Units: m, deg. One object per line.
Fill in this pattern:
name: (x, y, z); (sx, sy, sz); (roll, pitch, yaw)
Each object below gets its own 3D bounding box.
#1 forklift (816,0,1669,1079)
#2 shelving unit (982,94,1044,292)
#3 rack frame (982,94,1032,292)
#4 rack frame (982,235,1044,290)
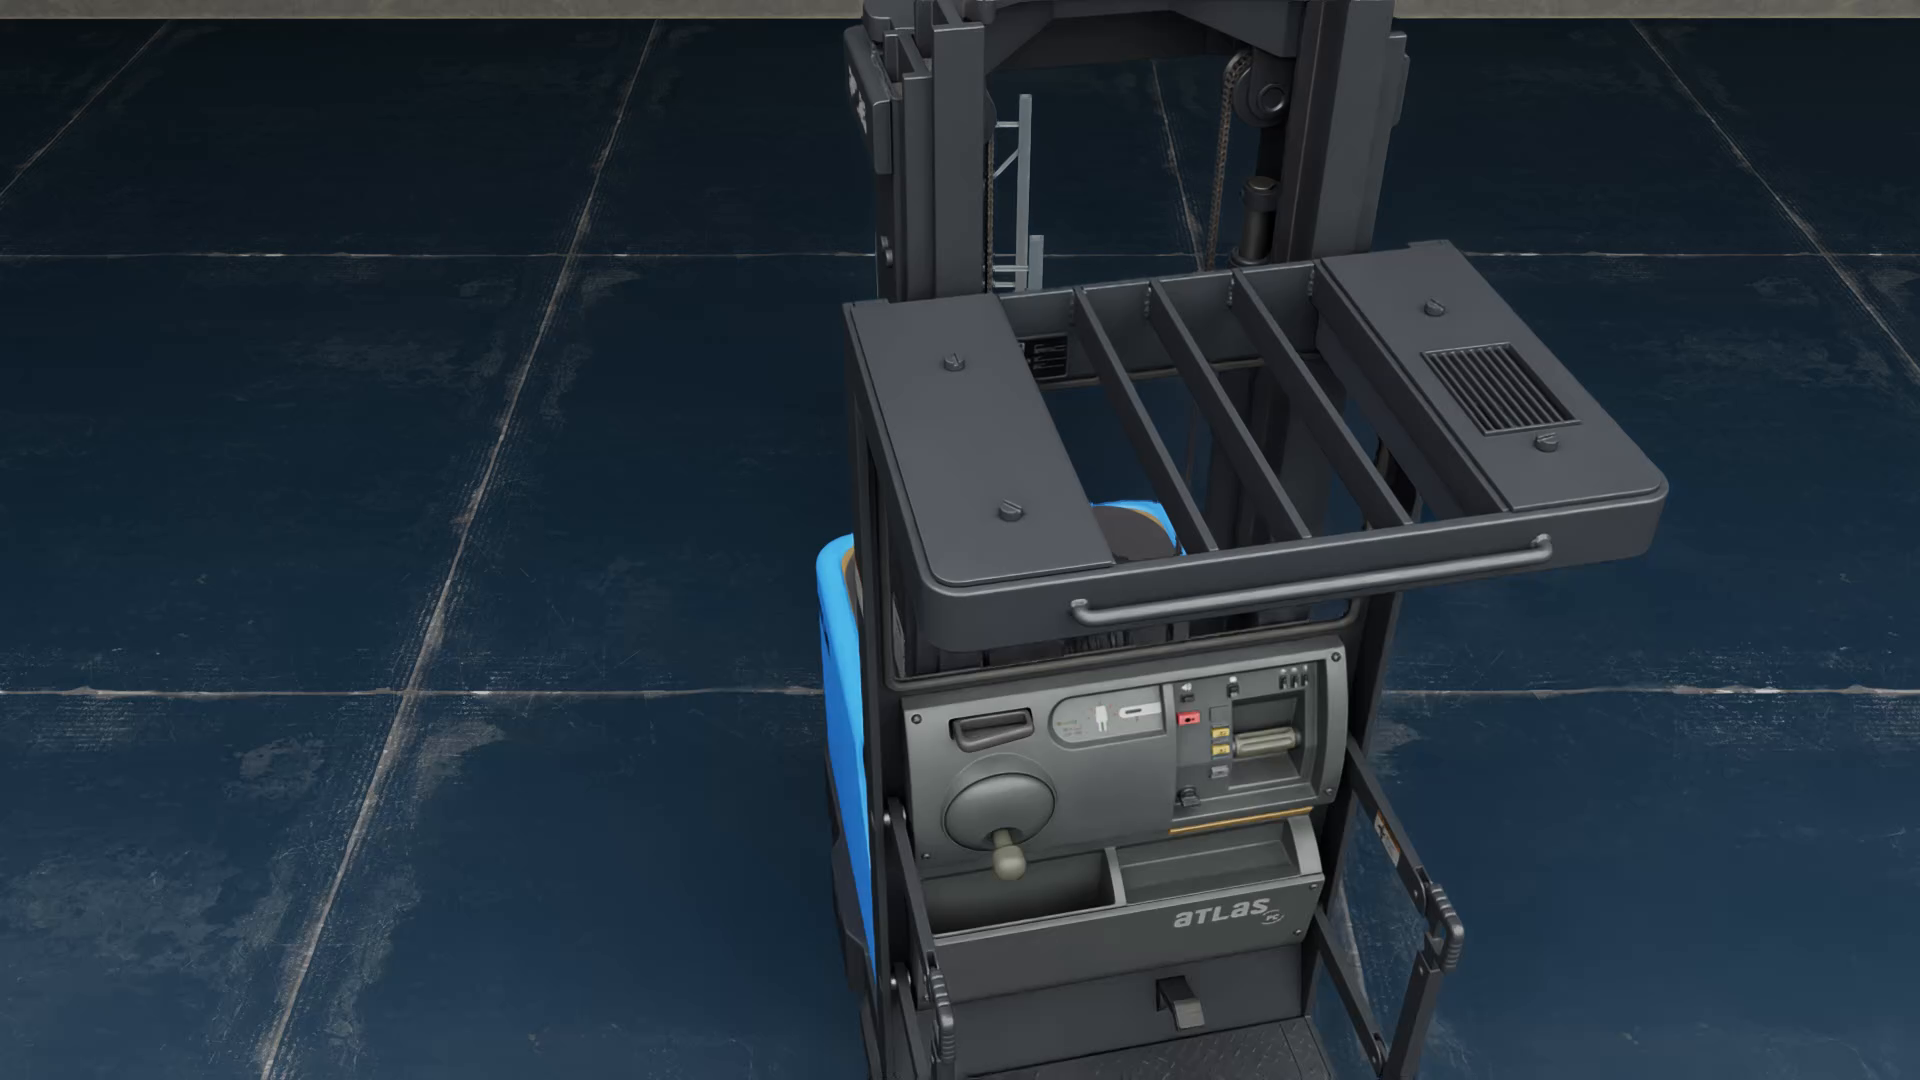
forklift: (0.396, 0.525, 3.251); (1.130, 2.935, 3.031); (-7, 39, -9)
shelving unit: (0.000, -0.633, 5.840); (0.587, 1.500, 1.083); (0, 39, 0)
rack frame: (-0.001, -0.957, 6.244); (0.500, 1.500, 0.032); (0, 39, 0)
rack frame: (0.000, -0.321, 5.451); (0.500, 1.500, 0.032); (0, 39, 0)
